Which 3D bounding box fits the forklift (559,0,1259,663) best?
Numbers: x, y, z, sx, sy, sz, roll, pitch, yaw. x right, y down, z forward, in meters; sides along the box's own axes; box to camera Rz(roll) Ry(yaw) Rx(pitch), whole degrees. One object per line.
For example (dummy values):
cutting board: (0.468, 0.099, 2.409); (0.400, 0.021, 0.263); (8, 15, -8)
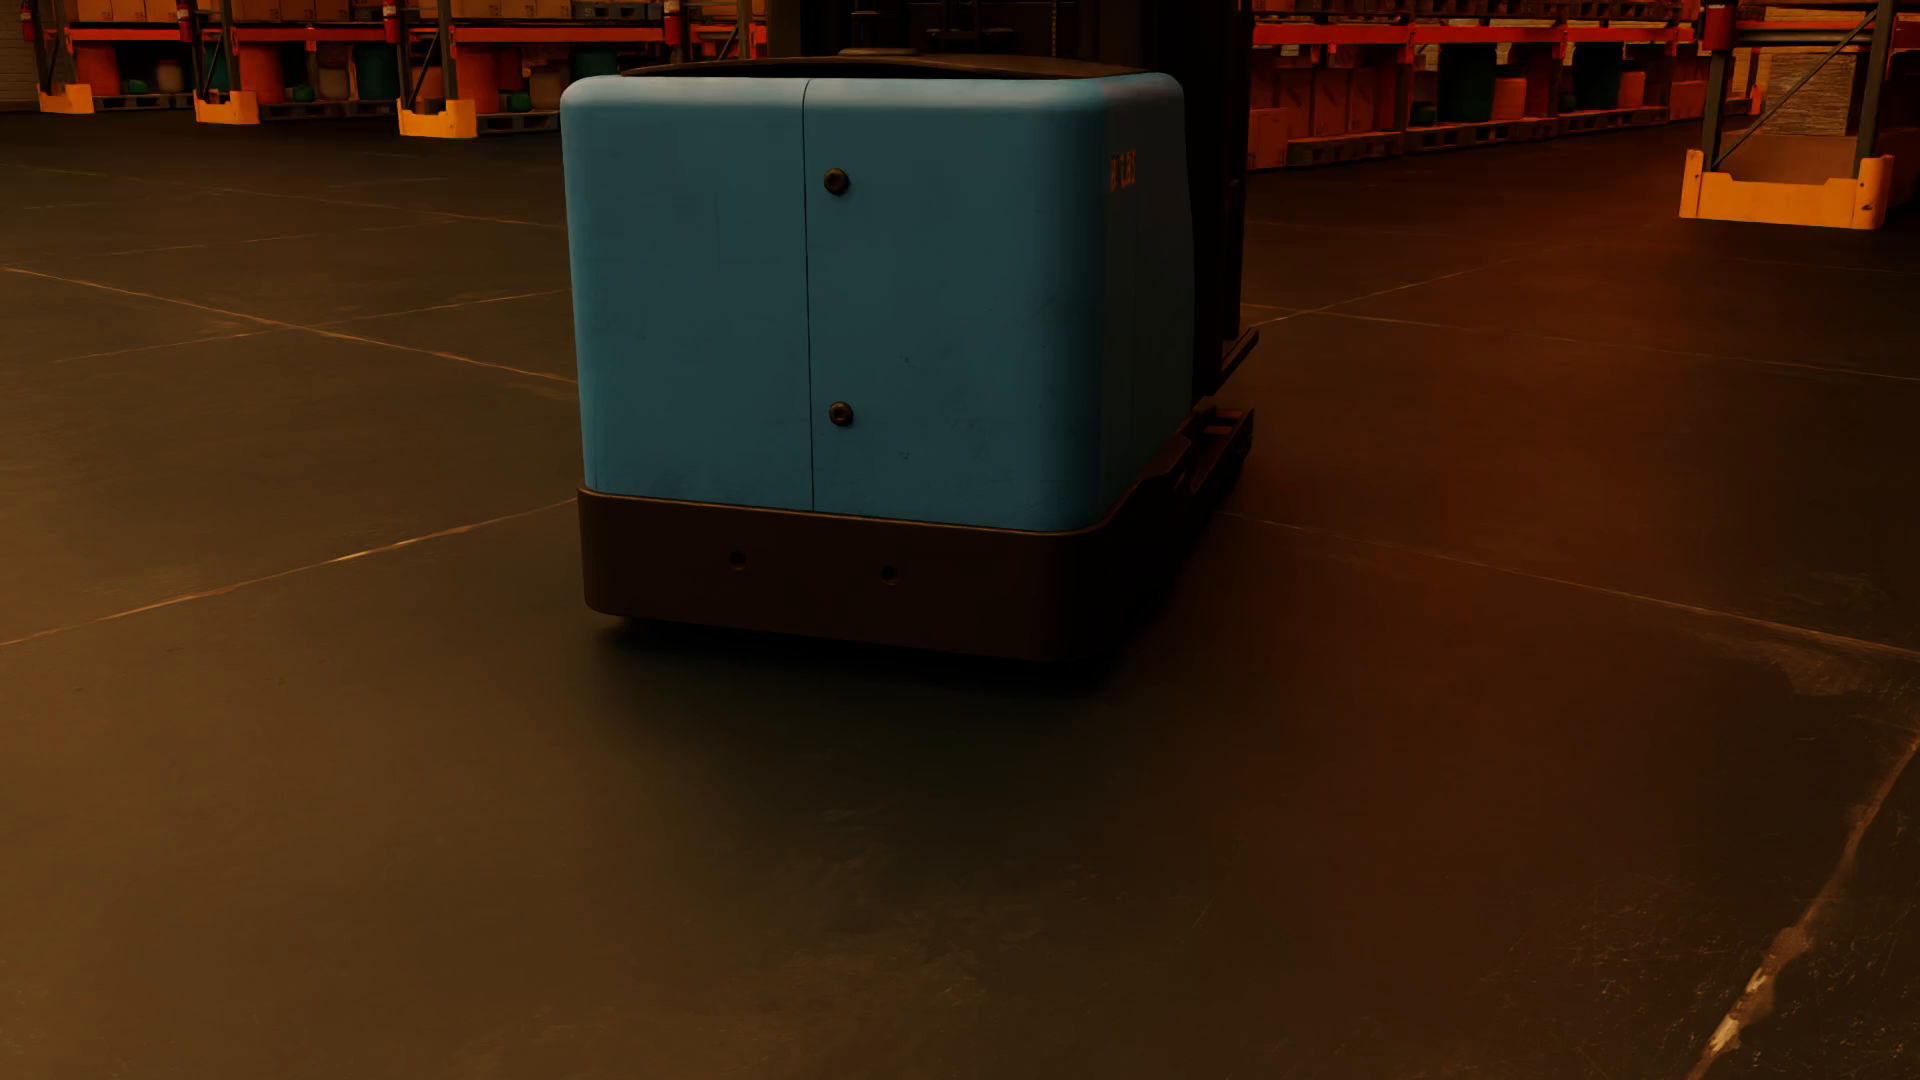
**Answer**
forklift: (0.182, -1.571, 4.072); (1.130, 2.935, 3.031); (5, 18, 17)
